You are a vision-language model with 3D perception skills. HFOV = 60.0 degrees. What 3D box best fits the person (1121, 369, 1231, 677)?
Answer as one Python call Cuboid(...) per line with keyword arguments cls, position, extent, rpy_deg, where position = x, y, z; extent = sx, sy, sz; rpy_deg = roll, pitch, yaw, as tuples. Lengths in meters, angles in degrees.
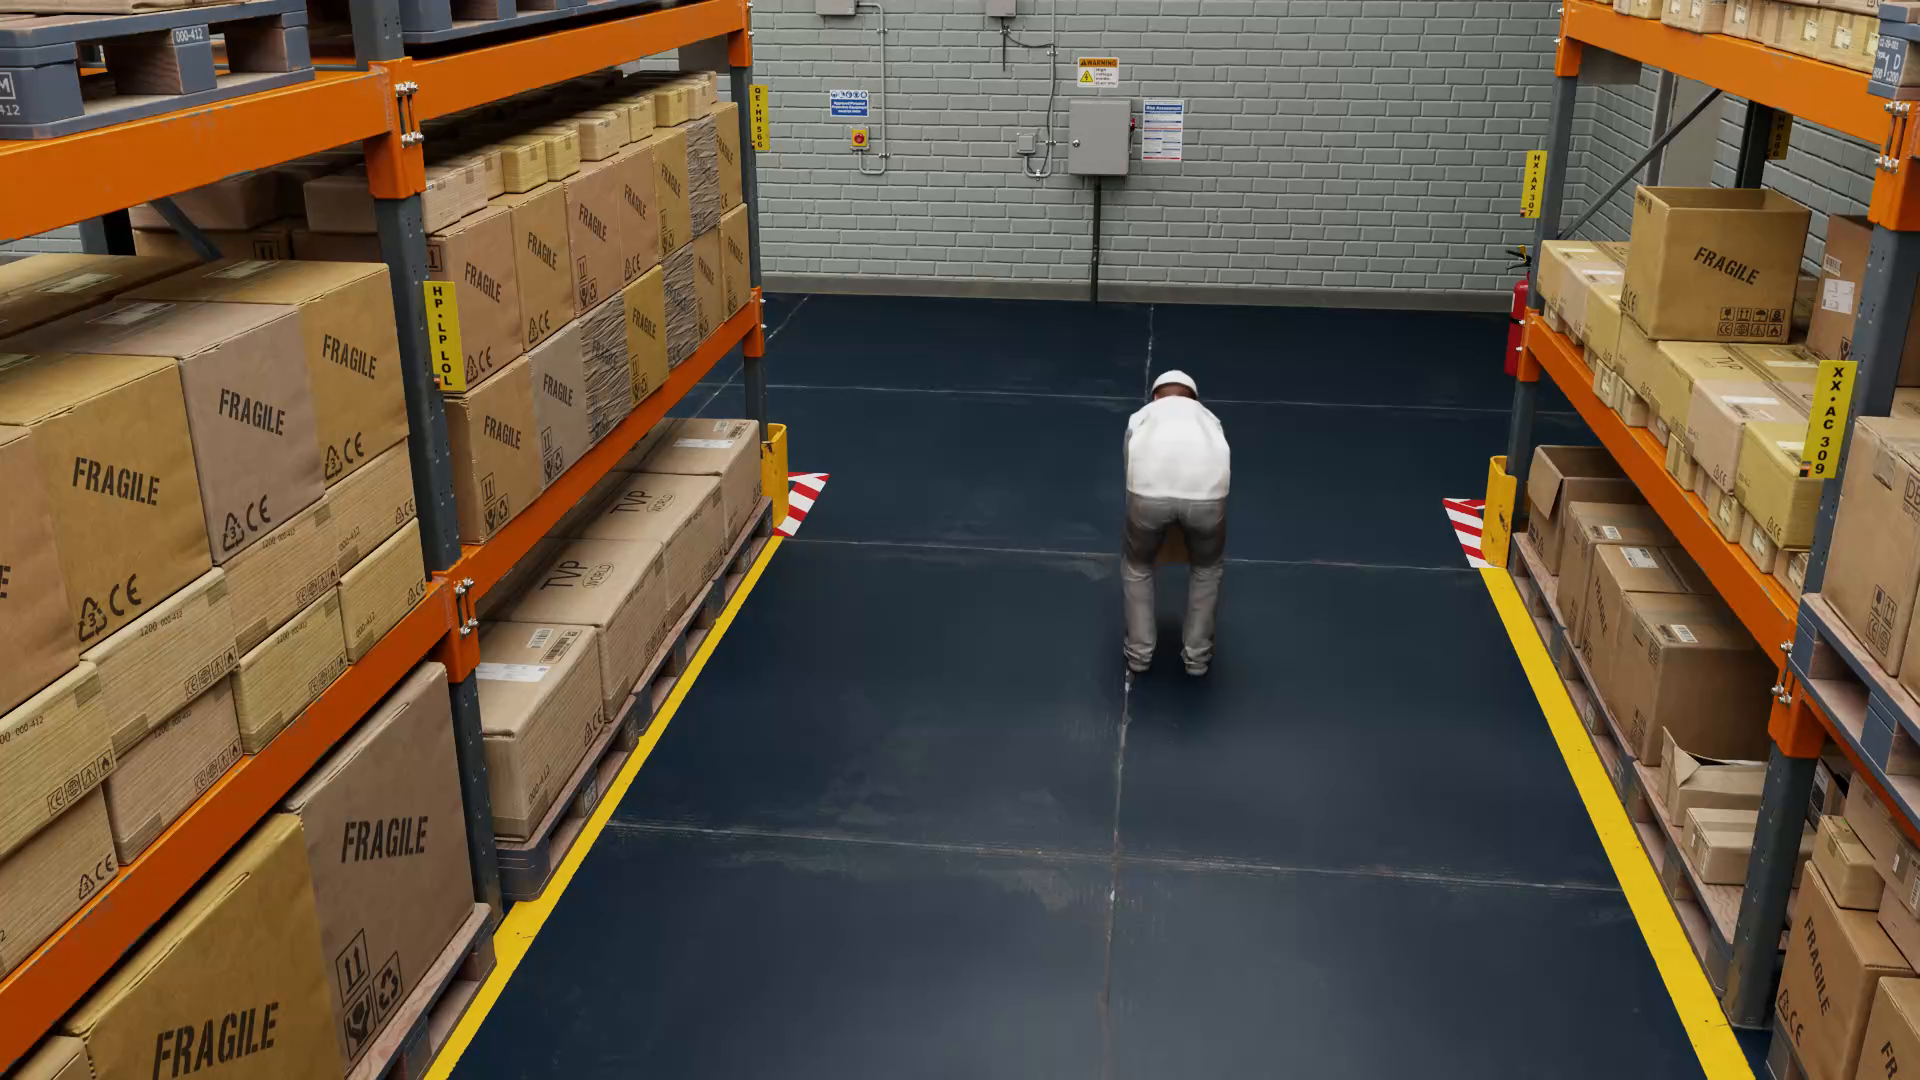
Cuboid(cls="person", position=(0.964, -0.087, 7.572), extent=(0.460, 1.202, 0.994), rpy_deg=(2, 21, 5))
